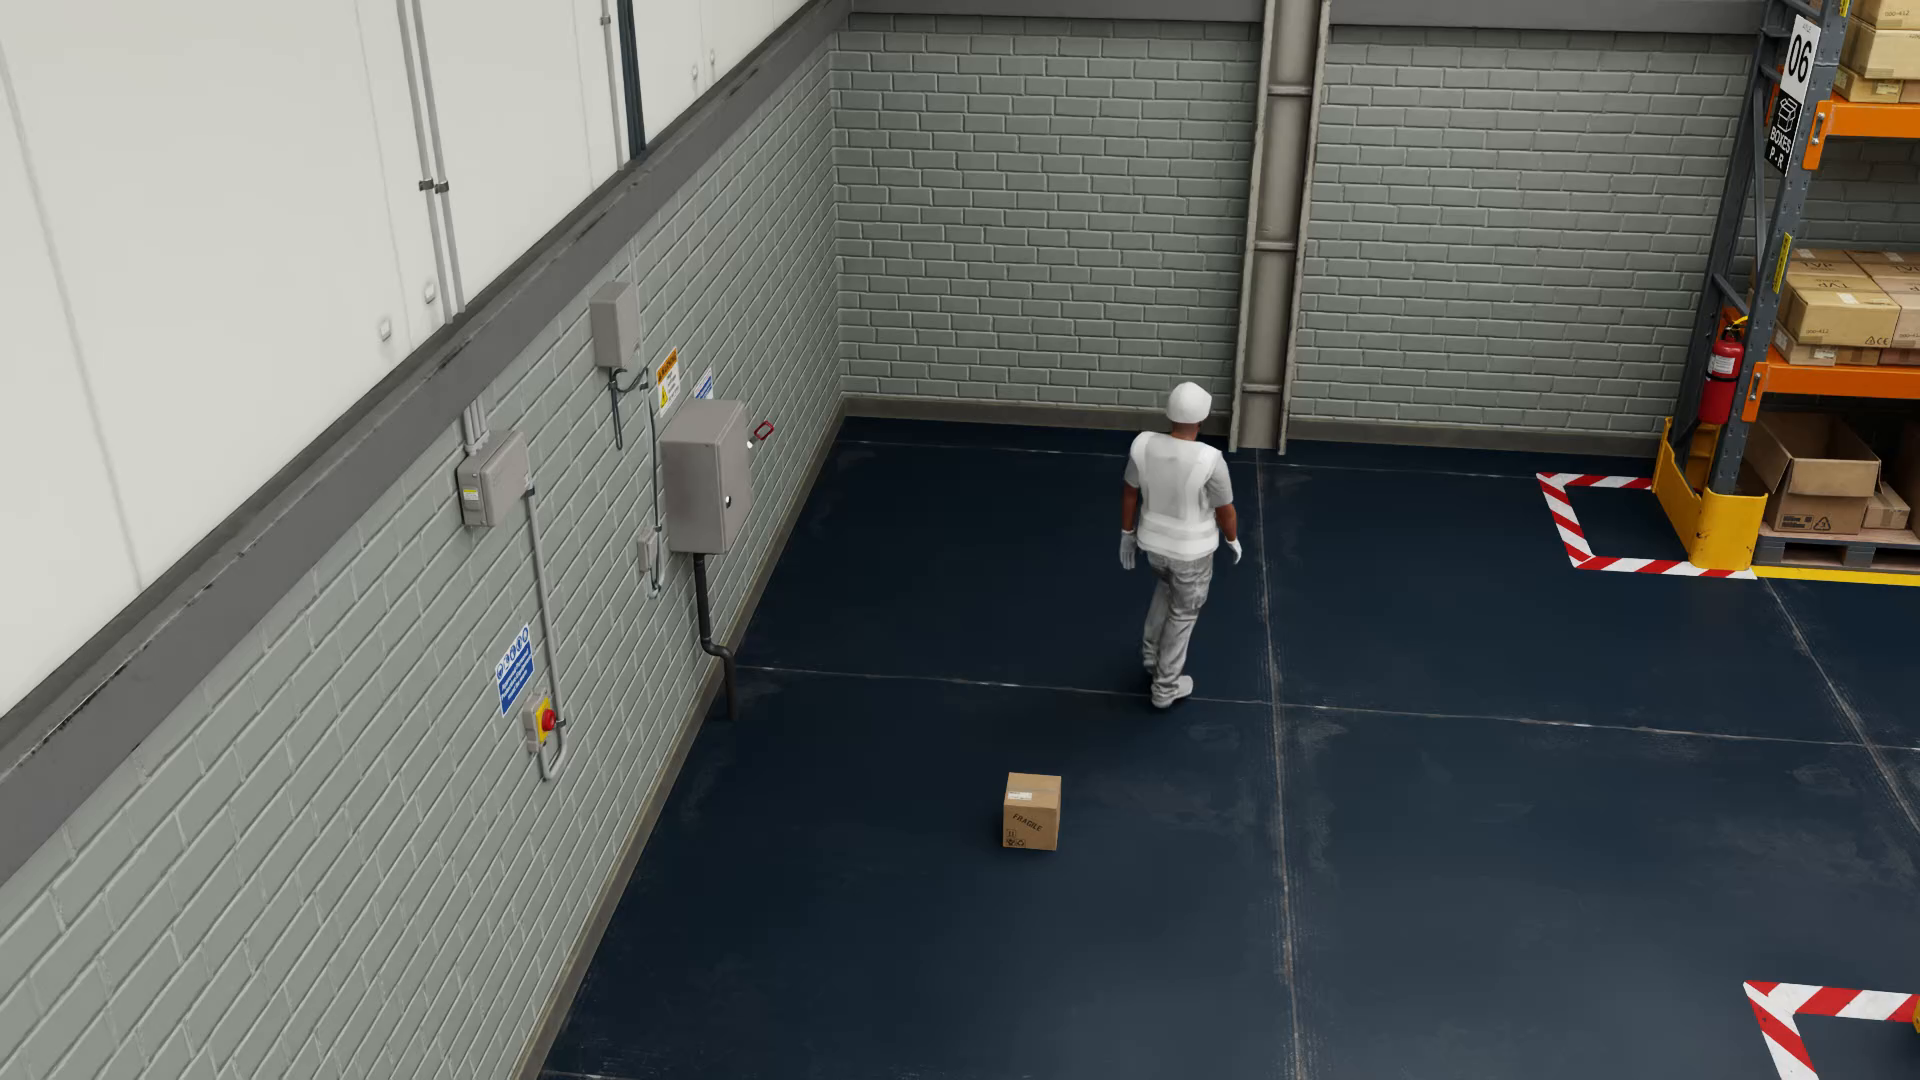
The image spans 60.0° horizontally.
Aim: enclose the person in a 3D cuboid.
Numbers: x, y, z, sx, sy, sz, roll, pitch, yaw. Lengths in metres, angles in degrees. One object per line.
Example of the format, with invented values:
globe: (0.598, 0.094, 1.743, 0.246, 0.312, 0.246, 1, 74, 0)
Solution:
person: (1.138, 0.026, 8.562, 0.564, 1.837, 0.486, 21, 35, 34)
